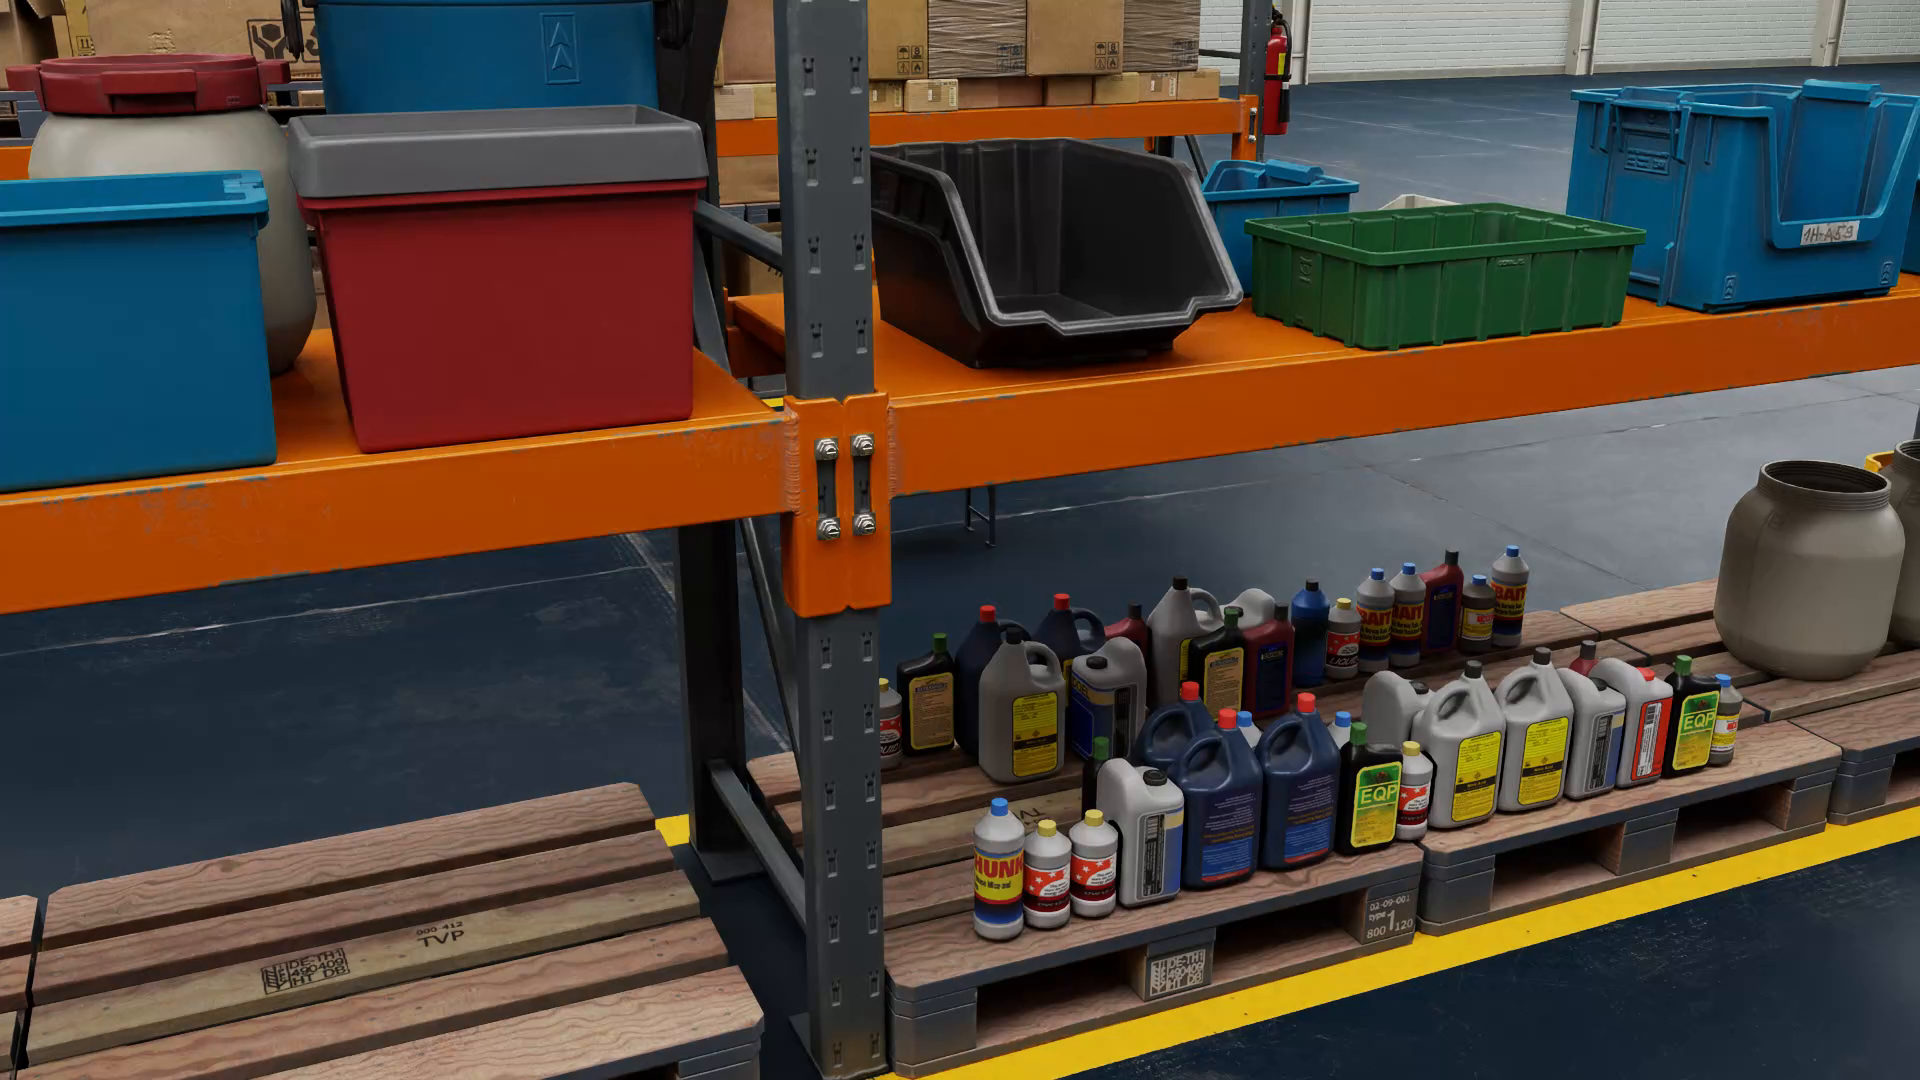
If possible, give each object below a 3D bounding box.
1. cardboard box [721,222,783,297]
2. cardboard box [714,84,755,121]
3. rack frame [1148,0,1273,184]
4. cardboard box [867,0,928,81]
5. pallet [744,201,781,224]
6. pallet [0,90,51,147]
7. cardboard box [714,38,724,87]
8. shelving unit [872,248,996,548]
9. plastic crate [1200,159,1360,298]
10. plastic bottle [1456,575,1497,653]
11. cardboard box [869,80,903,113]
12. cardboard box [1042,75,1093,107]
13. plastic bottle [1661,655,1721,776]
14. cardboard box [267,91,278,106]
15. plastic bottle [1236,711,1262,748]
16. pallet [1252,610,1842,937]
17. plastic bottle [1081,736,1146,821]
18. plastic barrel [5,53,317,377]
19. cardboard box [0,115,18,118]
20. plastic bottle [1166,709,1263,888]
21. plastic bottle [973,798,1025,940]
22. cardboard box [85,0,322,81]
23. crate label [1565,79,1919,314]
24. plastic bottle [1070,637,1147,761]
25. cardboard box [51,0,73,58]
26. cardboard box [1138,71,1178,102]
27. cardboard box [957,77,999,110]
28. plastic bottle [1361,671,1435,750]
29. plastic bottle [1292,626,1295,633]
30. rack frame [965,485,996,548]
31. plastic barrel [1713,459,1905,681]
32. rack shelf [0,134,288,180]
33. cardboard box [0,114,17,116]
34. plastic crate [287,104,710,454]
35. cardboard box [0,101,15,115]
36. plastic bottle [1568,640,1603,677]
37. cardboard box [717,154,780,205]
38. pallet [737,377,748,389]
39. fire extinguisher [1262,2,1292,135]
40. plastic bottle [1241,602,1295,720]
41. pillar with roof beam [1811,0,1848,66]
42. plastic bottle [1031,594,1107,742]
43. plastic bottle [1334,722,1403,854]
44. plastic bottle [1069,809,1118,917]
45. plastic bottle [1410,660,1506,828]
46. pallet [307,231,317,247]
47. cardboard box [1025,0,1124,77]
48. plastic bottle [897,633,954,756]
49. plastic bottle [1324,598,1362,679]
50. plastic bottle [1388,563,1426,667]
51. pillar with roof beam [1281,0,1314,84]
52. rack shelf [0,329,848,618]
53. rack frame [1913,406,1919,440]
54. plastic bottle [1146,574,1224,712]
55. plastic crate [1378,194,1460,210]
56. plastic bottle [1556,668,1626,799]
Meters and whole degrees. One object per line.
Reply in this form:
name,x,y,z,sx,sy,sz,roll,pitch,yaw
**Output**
cardboard box,-0.909,-1.302,8.336,0.500,0.500,0.500,-10,22,-27
cardboard box,-1.112,-2.004,7.576,0.250,0.149,0.380,-8,21,-22
rack frame,1.319,-2.586,8.850,0.127,3.000,1.000,-8,21,-22
cardboard box,-0.548,-2.492,7.985,0.500,0.500,0.875,-8,21,-22
pallet,-1.256,-2.667,13.280,1.213,0.211,1.003,-8,21,-22
pallet,-4.225,-1.716,6.668,1.213,0.211,1.003,-8,21,-22
cardboard box,-1.443,-2.343,7.560,0.500,0.500,0.875,-8,21,-22
shelving unit,-0.152,-0.544,5.761,0.503,1.200,0.258,-8,21,-22
plastic crate,0.517,-0.708,3.739,0.616,0.251,0.499,-8,21,-22
plastic bottle,1.398,0.194,4.506,0.097,0.201,0.097,0,19,0
cardboard box,-0.454,-2.126,7.922,0.250,0.149,0.380,-8,21,-22
cardboard box,0.465,-2.258,8.295,0.250,0.149,0.380,-8,21,-22
plastic bottle,1.668,0.394,3.813,0.133,0.283,0.061,-8,21,-21
cardboard box,-8.723,-5.601,20.356,0.625,0.625,0.875,-7,21,-20
plastic bottle,0.599,0.495,3.547,0.097,0.271,0.097,0,19,0
pallet,1.363,0.529,4.203,1.213,0.211,1.003,-8,21,-22
plastic bottle,0.318,0.533,3.420,0.133,0.283,0.061,-8,21,-22
plastic barrel,-1.357,-0.554,2.876,0.433,0.535,0.433,0,19,0
cardboard box,-6.502,-2.365,10.977,0.750,0.750,1.050,-8,21,-21
plastic bottle,0.514,0.513,3.375,0.185,0.351,0.144,-8,21,-20
plastic bottle,0.074,0.622,3.185,0.097,0.271,0.097,0,19,0
cardboard box,-3.139,-2.479,7.010,1.000,1.000,1.000,-8,21,-22
crate label,1.698,-0.768,3.632,0.616,0.435,0.502,-8,21,-22
plastic bottle,0.343,0.372,3.888,0.135,0.276,0.152,-8,21,-22
cardboard box,-5.992,-3.282,10.676,0.500,0.500,0.500,-8,21,-22
cardboard box,0.909,-2.334,8.513,0.250,0.149,0.380,-8,21,-22
cardboard box,-0.002,-2.198,8.125,0.250,0.149,0.380,-8,21,-22
plastic bottle,0.996,0.426,3.735,0.135,0.276,0.152,-8,21,-22
plastic bottle,0.807,0.279,4.265,0.097,0.201,0.097,0,19,0
rack frame,0.072,-0.576,5.852,0.015,1.200,0.240,-8,21,-22
plastic barrel,2.247,0.076,4.404,0.421,0.512,0.421,0,19,0
rack shelf,-4.190,-1.457,6.728,4.000,0.370,1.077,-8,21,-22
cardboard box,-8.755,-3.685,15.296,0.625,0.372,0.950,-9,21,-23
plastic crate,-0.715,-0.422,2.609,0.583,0.464,0.402,-8,21,-22
cardboard box,-11.343,-5.225,19.287,0.625,0.625,0.875,-7,21,-20
plastic bottle,1.483,0.366,3.894,0.133,0.283,0.061,-8,21,-22
cardboard box,-1.956,-3.082,12.825,0.875,0.875,0.875,-9,21,-23
pallet,-1.751,-0.844,8.100,1.213,0.211,1.003,-8,21,-22
fire extinguisher,1.607,-2.424,8.506,0.183,0.674,0.296,-8,21,-22
plastic bottle,0.752,0.296,4.092,0.133,0.283,0.061,-8,21,-22
pillar with roof beam,18.170,-11.979,26.493,0.400,9.000,9.100,-8,21,-22
plastic bottle,0.262,0.295,3.994,0.185,0.351,0.144,-9,21,-25
plastic bottle,0.855,0.511,3.482,0.133,0.283,0.061,-7,21,-20
plastic bottle,0.261,0.628,3.273,0.097,0.201,0.097,0,19,0
plastic bottle,1.077,0.432,3.604,0.185,0.351,0.144,-8,21,-22
pallet,-4.904,-2.146,11.798,1.213,0.211,1.003,-8,21,-22
cardboard box,0.392,-2.607,8.311,0.500,0.500,0.875,-8,21,-22
plastic bottle,-0.081,0.361,3.909,0.133,0.283,0.061,-7,21,-19
plastic bottle,0.995,0.252,4.342,0.097,0.201,0.097,0,19,0
plastic bottle,1.178,0.192,4.405,0.097,0.271,0.097,0,19,0
pillar with roof beam,7.152,-10.400,22.009,0.400,9.000,9.100,-8,21,-22
rack shelf,-2.228,0.053,2.438,4.000,0.370,1.077,-8,21,-22
rack frame,3.281,-1.076,4.560,0.127,3.000,1.000,-8,21,-22
plastic bottle,0.558,0.252,4.115,0.185,0.351,0.144,-8,21,-22
plastic crate,0.999,-0.716,3.935,0.437,0.136,0.530,-8,21,-22
plastic bottle,1.399,0.420,3.751,0.135,0.276,0.152,-9,21,-23
